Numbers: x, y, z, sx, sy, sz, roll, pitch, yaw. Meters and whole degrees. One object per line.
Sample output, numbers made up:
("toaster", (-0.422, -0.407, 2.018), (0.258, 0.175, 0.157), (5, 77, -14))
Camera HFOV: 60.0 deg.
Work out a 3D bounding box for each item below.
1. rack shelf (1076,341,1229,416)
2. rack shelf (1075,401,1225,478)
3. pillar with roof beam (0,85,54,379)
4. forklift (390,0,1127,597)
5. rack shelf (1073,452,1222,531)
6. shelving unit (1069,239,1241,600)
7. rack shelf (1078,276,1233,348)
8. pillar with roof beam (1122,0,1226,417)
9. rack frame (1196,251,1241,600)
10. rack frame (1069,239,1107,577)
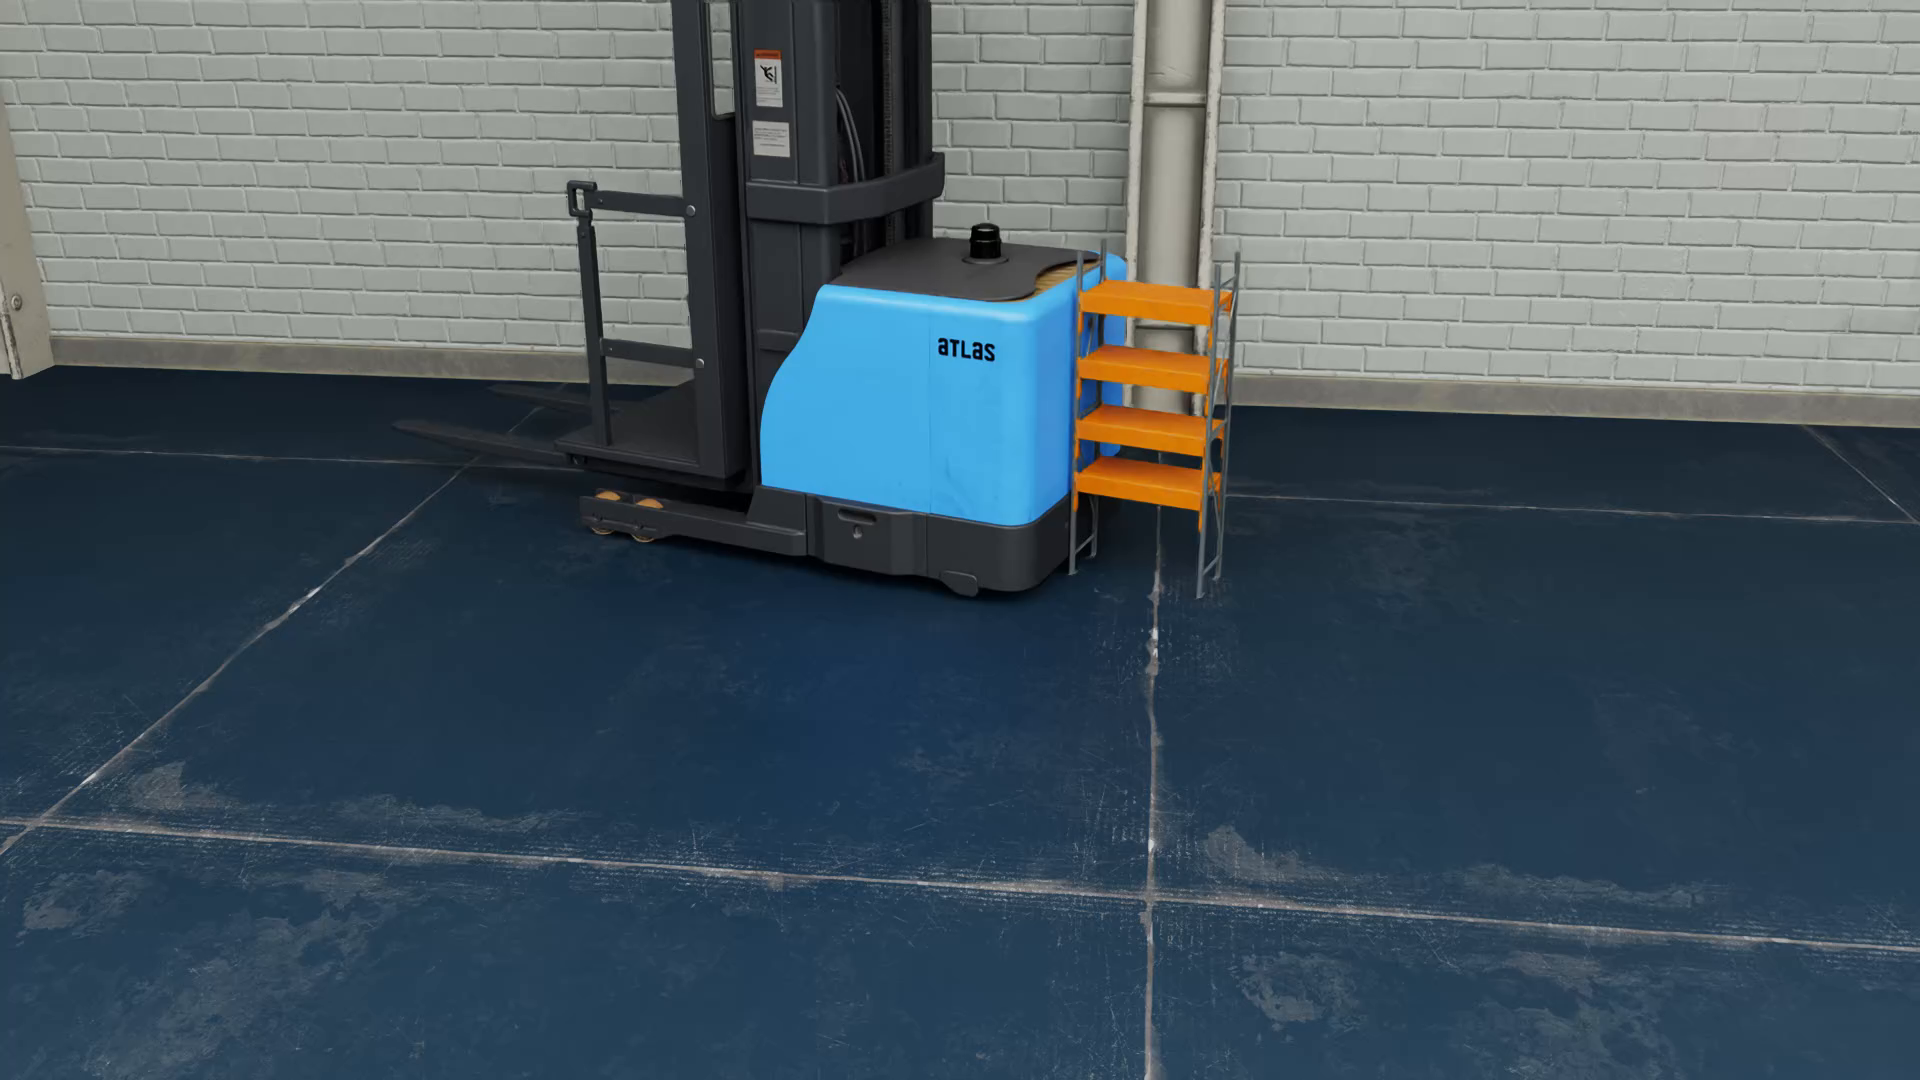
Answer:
("rack shelf", (0.679, -0.570, 5.825), (0.480, 0.148, 0.258), (10, 24, 24))
("rack shelf", (0.679, -0.362, 5.907), (0.480, 0.148, 0.258), (10, 24, 24))
("pillar with roof beam", (-5.496, -3.502, 3.058), (0.400, 9.000, 9.100), (2, 22, 6))
("forklift", (-0.917, -1.516, 6.287), (3.031, 2.935, 1.130), (10, 24, 24))
("rack shelf", (0.679, -0.177, 5.980), (0.480, 0.148, 0.258), (10, 24, 24))
("shelving unit", (0.679, -0.425, 5.882), (0.503, 1.200, 0.258), (10, 24, 24))
("rack shelf", (0.679, -0.790, 5.738), (0.480, 0.148, 0.258), (10, 24, 24))
("pillar with roof beam", (0.462, -3.242, 2.401), (0.400, 9.000, 9.100), (2, 22, 6))
("rack frame", (0.898, -0.386, 5.783), (0.015, 1.200, 0.240), (10, 24, 24))
("rack frame", (0.459, -0.464, 5.981), (0.015, 1.200, 0.240), (10, 24, 24))
